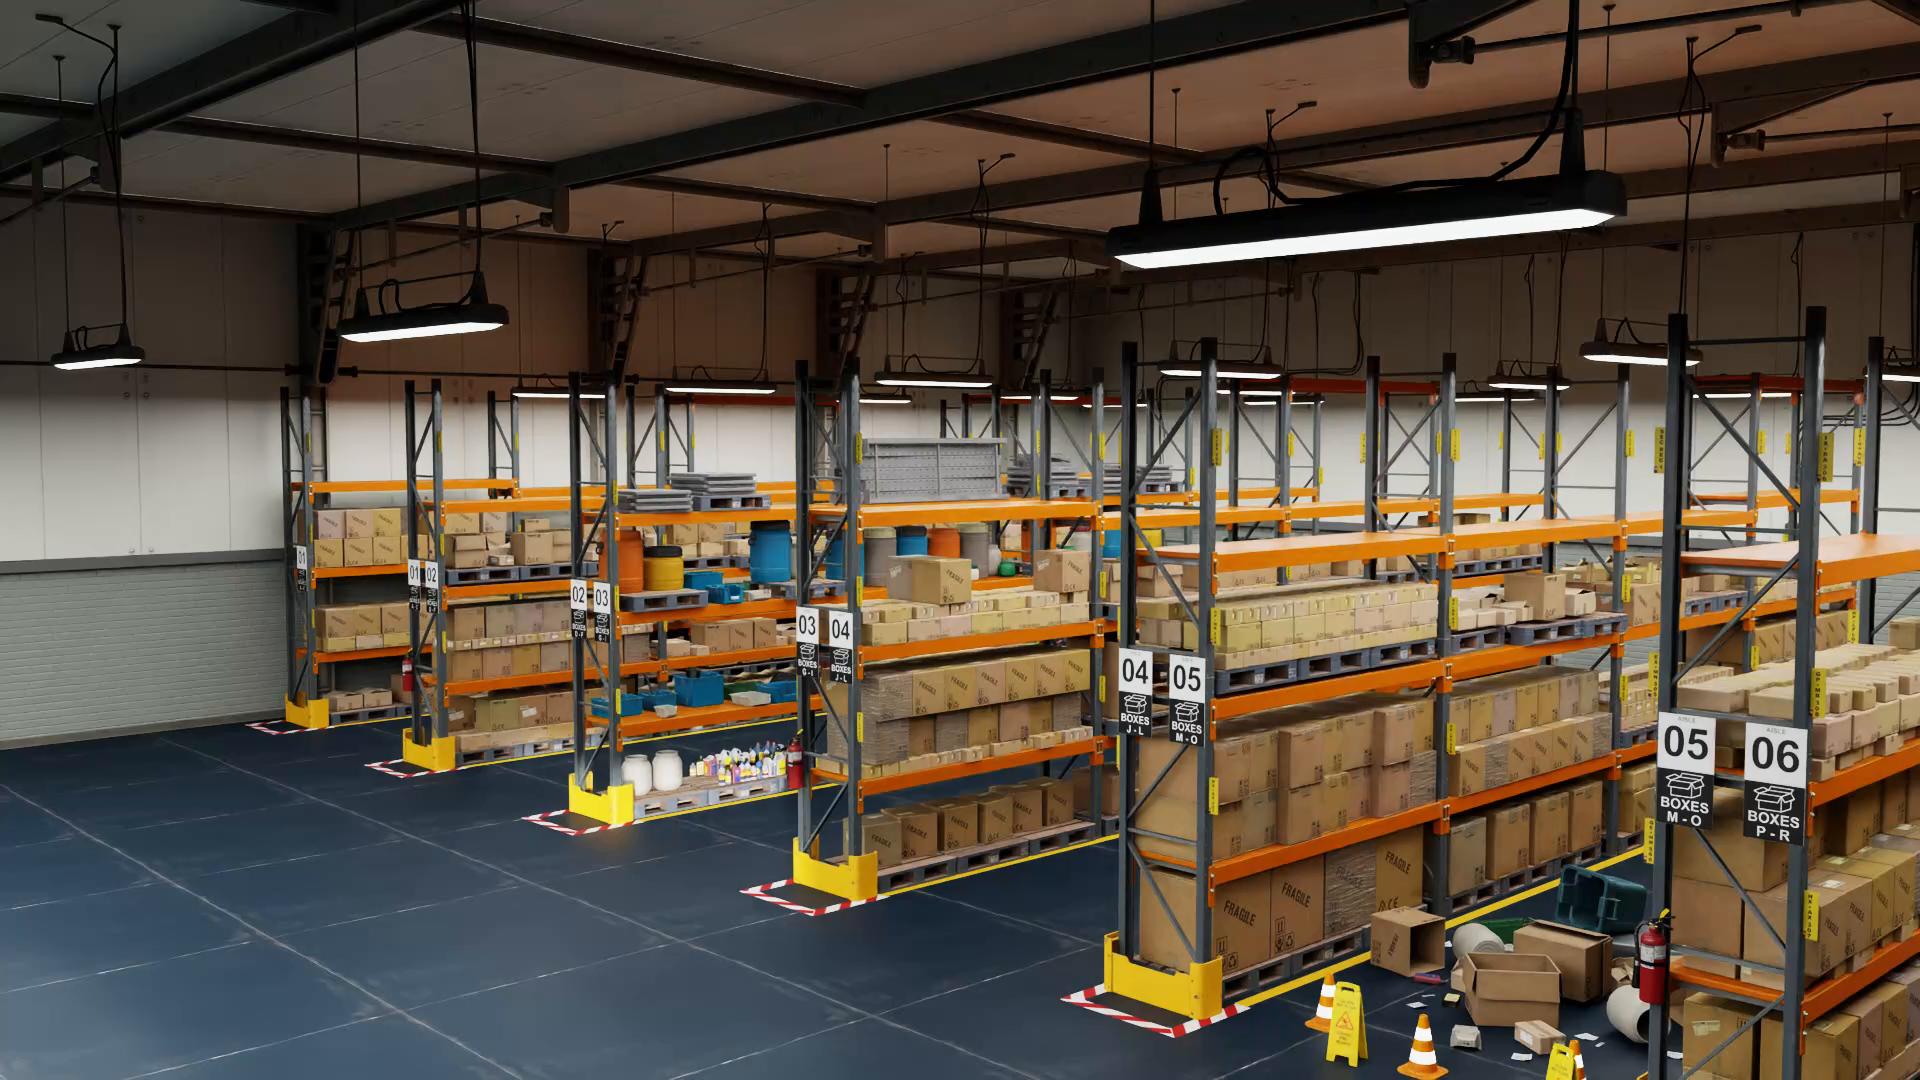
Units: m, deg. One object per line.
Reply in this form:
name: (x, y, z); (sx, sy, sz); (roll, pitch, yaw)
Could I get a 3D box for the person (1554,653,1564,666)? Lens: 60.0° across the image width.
person: (11.882, 2.151, 33.453); (0.627, 1.808, 0.718); (1, 4, 18)

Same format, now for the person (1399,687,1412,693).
person: (6.365, 2.866, 23.293); (0.492, 1.639, 0.522); (-2, 4, -30)
